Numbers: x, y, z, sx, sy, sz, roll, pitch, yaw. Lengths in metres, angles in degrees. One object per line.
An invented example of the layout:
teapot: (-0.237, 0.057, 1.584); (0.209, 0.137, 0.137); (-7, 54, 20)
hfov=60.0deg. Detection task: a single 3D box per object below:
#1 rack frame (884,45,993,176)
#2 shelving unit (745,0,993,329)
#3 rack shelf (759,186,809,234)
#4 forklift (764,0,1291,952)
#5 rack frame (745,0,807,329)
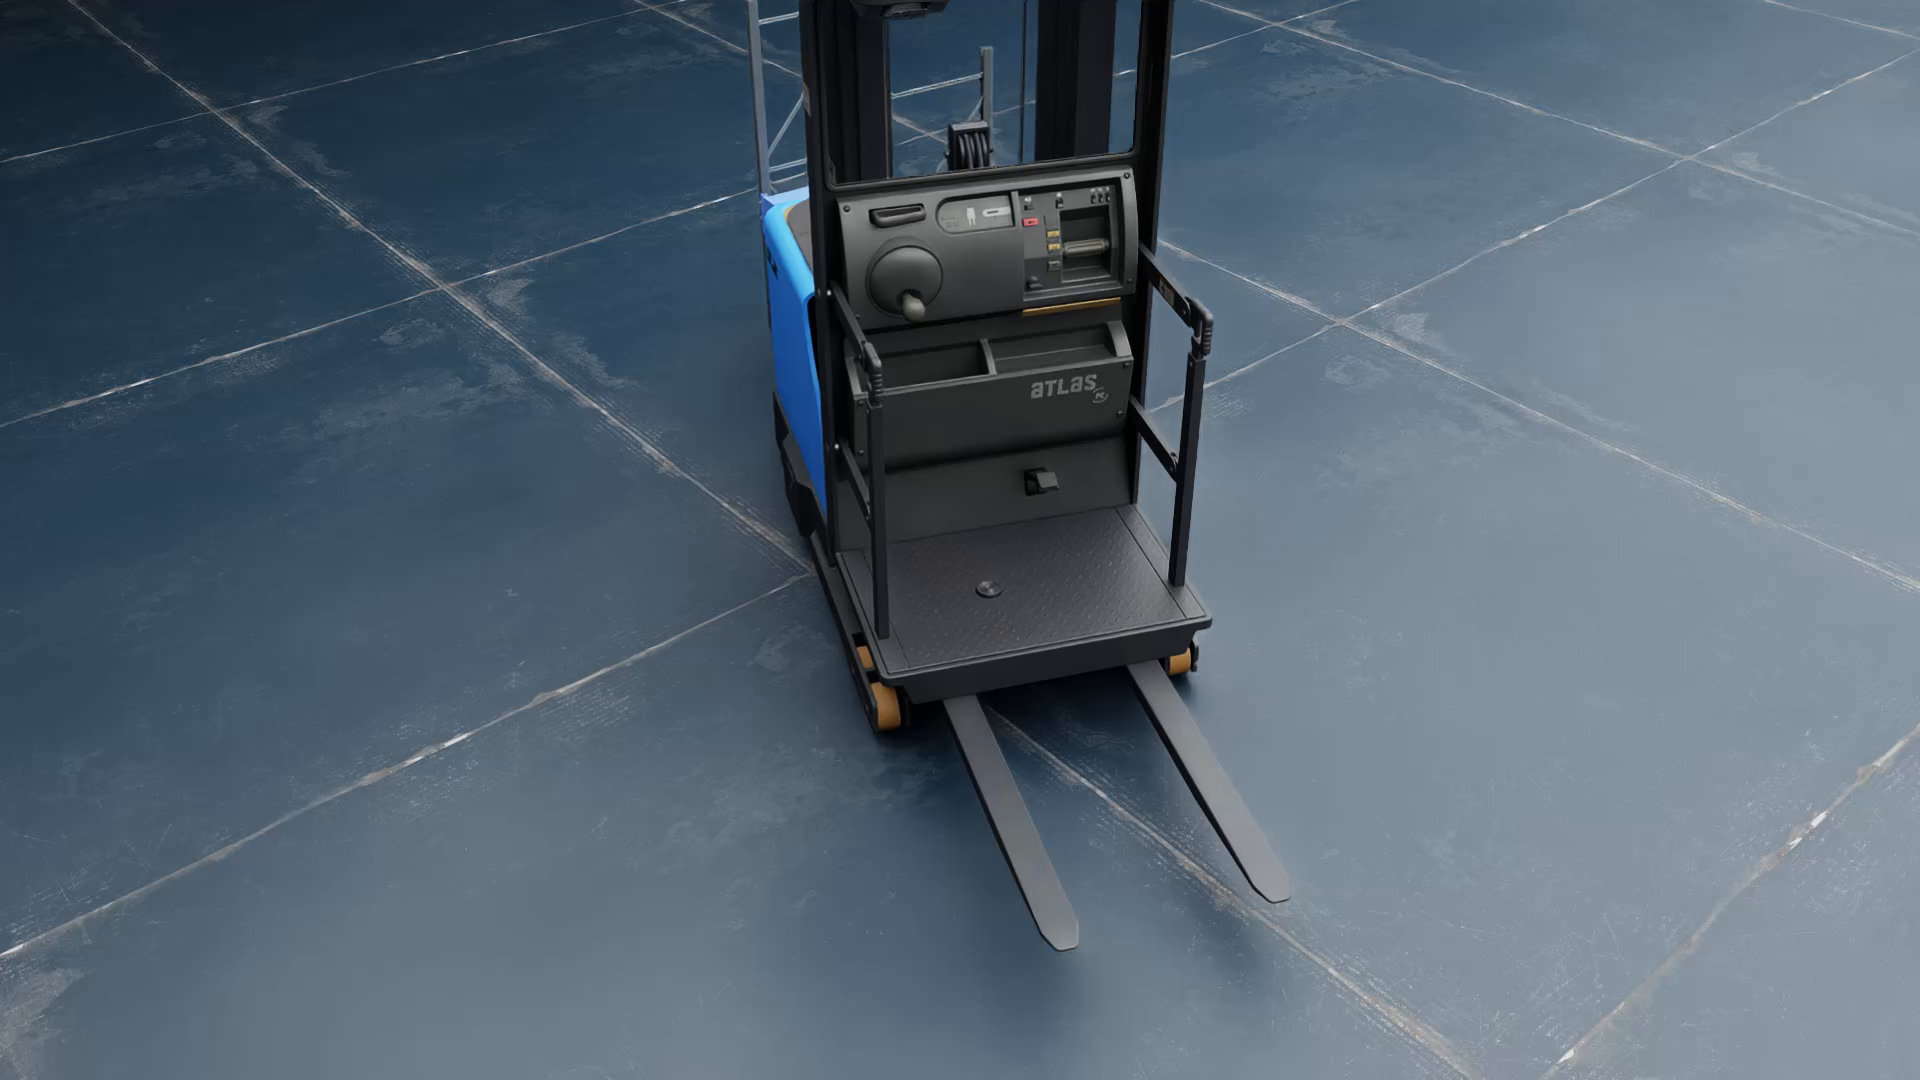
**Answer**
rack frame: (-0.090, -1.180, 6.618); (0.500, 1.500, 0.032); (-21, 41, -27)
shelving unit: (-0.376, -1.423, 6.961); (0.538, 1.500, 1.048); (-21, 41, -27)
rack shelf: (-0.376, -1.276, 7.065); (0.538, 0.185, 1.000); (-21, 41, -27)
forklift: (0.157, -0.833, 4.890); (1.130, 2.935, 3.031); (-9, 36, -13)
rack frame: (-0.663, -1.665, 7.304); (0.500, 1.500, 0.032); (-21, 41, -27)
